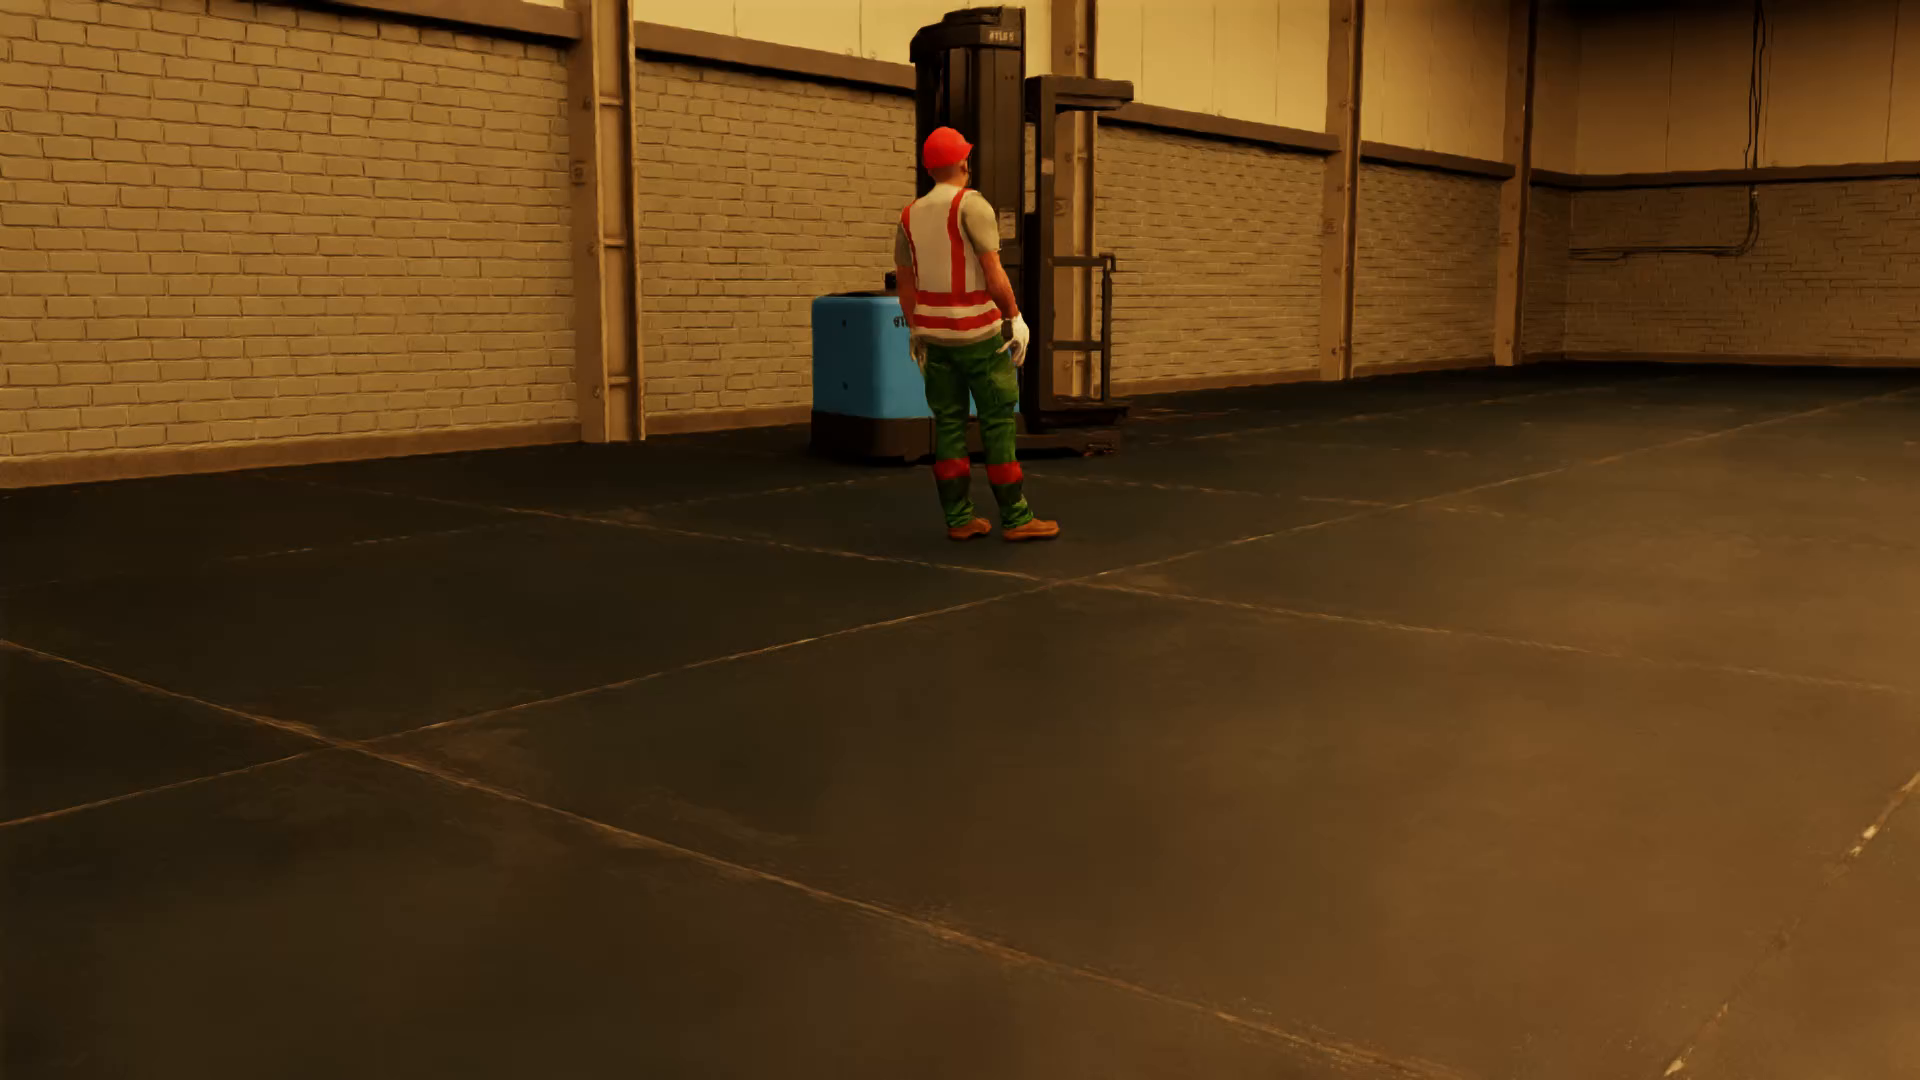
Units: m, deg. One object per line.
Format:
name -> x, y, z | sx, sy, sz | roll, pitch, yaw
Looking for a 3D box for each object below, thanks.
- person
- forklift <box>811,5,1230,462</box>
person -> 0.059, -0.900, 7.329 | 0.637, 1.787, 0.563 | 7, 11, 38
forklift -> 0.513, -2.082, 11.506 | 3.031, 2.935, 1.130 | -5, 10, -31
